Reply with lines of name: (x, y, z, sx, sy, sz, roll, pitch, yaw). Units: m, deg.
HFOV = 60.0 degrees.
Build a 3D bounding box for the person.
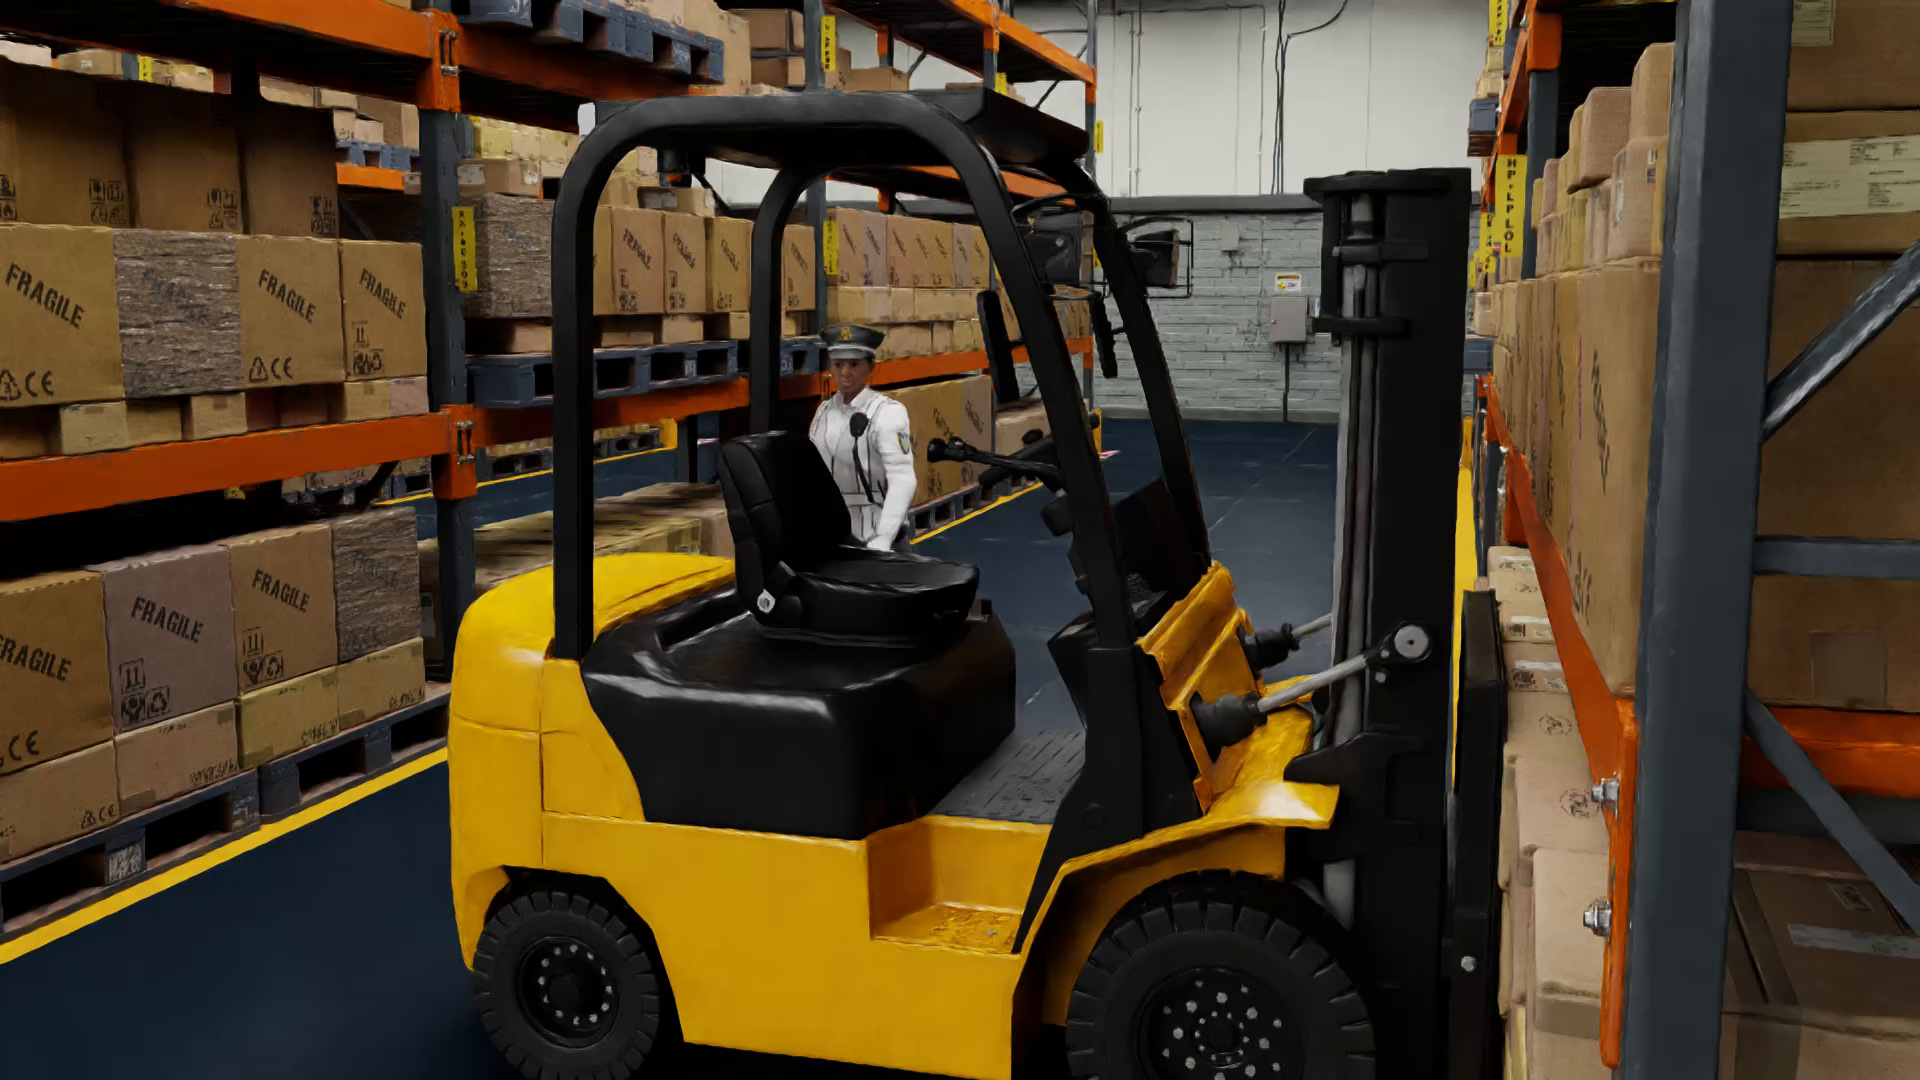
person: (-0.365, 0.000, 6.300, 0.591, 1.634, 1.000, 6, 11, 37)
